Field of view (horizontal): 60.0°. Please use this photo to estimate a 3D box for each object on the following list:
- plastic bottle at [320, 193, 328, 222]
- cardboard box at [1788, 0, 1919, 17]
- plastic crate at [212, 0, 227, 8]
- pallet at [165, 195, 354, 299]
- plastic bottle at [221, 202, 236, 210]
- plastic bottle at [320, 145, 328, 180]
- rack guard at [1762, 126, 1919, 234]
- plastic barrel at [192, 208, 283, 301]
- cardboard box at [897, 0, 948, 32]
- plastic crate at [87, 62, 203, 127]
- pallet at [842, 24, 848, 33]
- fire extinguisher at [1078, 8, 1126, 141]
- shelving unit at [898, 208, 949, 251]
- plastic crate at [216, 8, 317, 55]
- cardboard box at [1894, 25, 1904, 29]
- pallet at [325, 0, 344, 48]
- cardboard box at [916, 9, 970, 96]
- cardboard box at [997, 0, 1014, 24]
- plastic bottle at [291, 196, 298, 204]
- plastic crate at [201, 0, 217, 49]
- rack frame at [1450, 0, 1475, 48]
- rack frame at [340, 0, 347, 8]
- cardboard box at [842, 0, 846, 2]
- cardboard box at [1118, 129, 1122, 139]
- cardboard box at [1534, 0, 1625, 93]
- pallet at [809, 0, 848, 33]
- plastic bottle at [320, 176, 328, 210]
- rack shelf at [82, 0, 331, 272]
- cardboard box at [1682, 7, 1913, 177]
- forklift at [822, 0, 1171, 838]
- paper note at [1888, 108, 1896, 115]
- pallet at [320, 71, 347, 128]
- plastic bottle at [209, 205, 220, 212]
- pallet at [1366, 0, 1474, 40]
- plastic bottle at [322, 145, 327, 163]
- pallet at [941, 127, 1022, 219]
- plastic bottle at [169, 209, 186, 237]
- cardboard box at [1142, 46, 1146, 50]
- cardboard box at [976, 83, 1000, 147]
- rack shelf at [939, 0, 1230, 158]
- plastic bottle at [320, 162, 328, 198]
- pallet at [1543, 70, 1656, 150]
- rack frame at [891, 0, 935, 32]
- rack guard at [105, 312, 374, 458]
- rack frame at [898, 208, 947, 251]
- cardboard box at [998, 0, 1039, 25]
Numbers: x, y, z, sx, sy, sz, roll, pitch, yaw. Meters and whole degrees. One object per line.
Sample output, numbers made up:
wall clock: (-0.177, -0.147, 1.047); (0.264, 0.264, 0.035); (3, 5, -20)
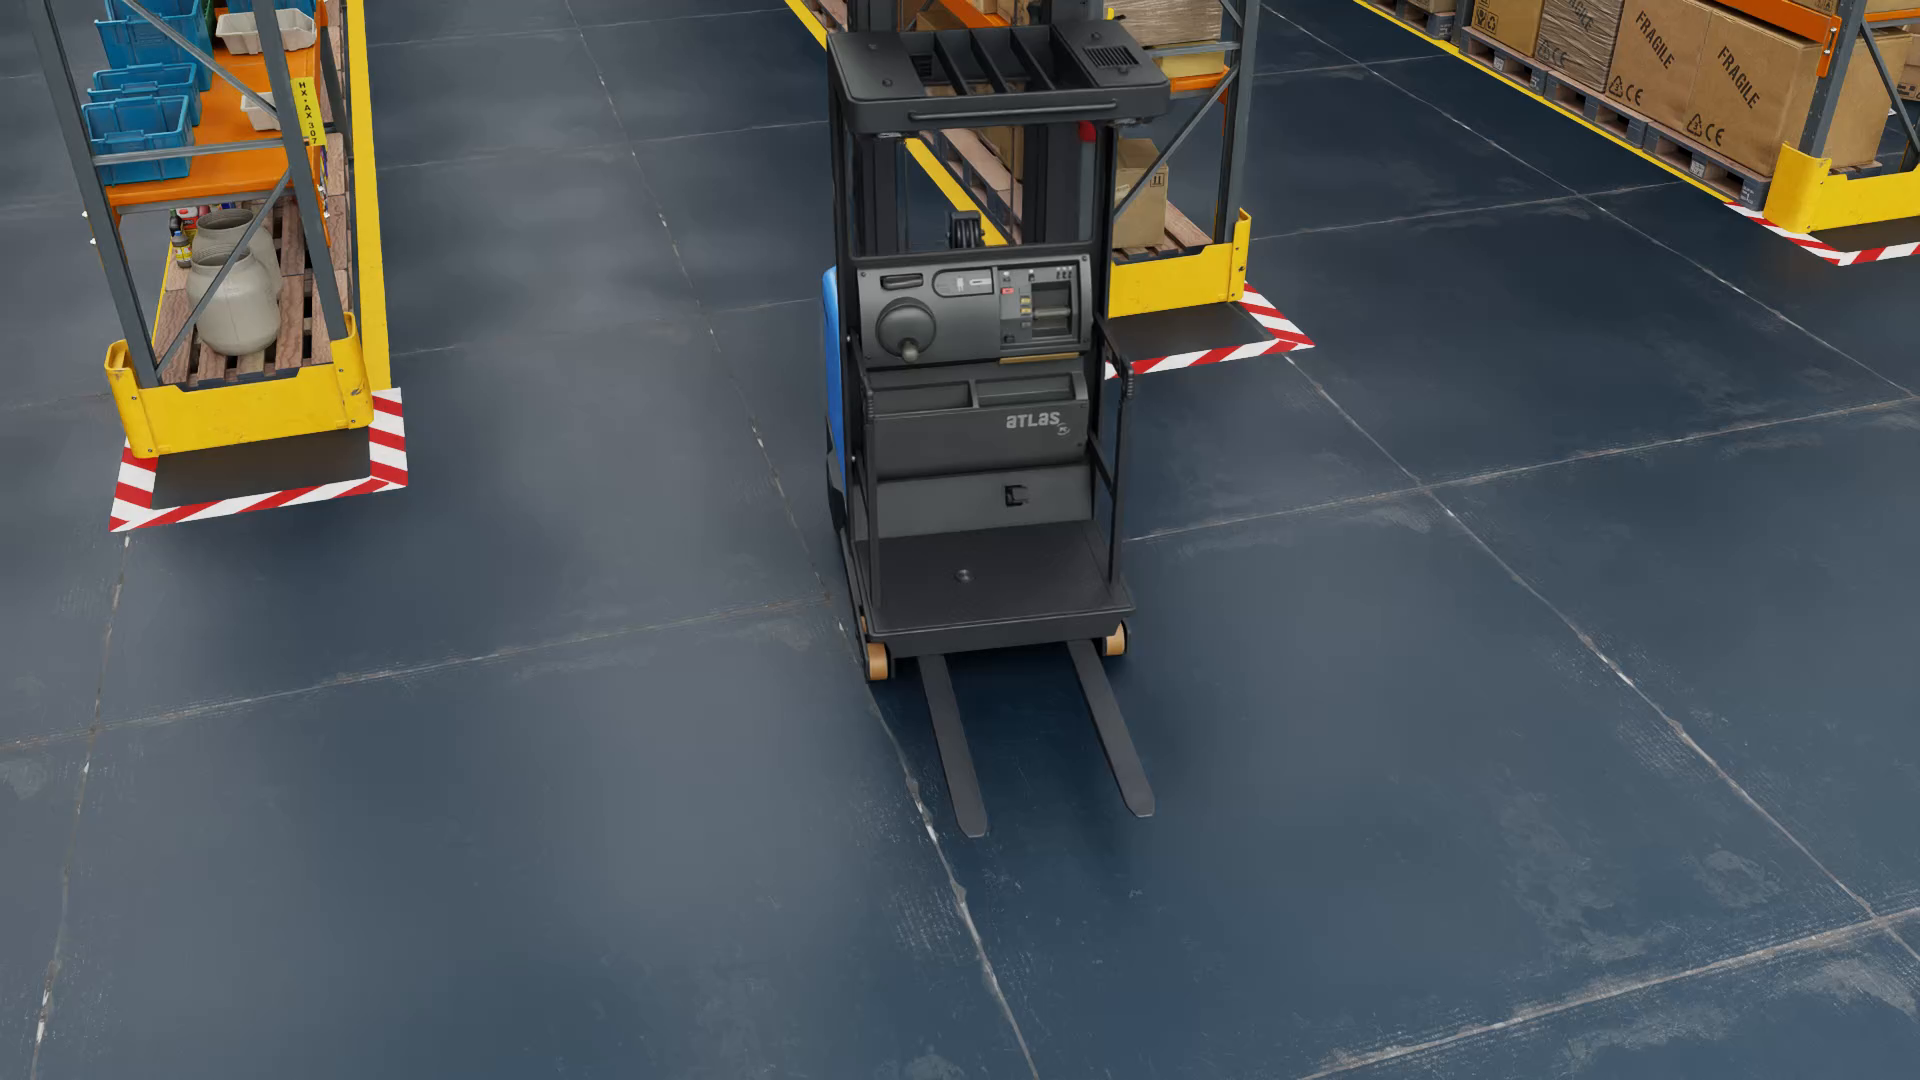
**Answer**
plastic bottle: (-3.982, -2.091, 10.269); (0.097, 0.271, 0.097); (0, 33, 0)
cardboard box: (5.724, -3.672, 10.451); (0.875, 0.550, 0.550); (-10, 35, -15)
plastic crate: (-4.772, -3.587, 10.513); (0.767, 0.338, 0.504); (-10, 35, -15)
pallet: (-4.270, -1.744, 10.198); (1.003, 0.211, 1.213); (-10, 35, -15)
plastic bottle: (-4.639, -2.178, 10.397); (0.152, 0.276, 0.135); (-10, 35, -15)
plastic bottle: (-4.192, -2.490, 10.863); (0.061, 0.283, 0.133); (-8, 34, -12)
rack guard: (5.888, -2.367, 10.879); (1.175, 0.500, 0.348); (-10, 35, -15)
plastic barrel: (-4.017, -1.542, 9.238); (0.421, 0.512, 0.421); (0, 33, 0)
cardboard box: (-0.261, -4.208, 13.266); (0.700, 0.500, 0.500); (-13, 36, -18)
plastic crate: (-4.221, -2.301, 8.646); (0.499, 0.251, 0.408); (-10, 35, -15)
pallet: (-0.333, -3.987, 13.592); (1.003, 0.211, 1.213); (-10, 35, -15)
fire extinguisher: (0.722, -2.472, 8.840); (0.296, 0.674, 0.183); (-10, 35, -15)
shelving unit: (-0.167, -1.023, 8.206); (0.258, 1.200, 0.189); (-5, 32, -8)
plastic crate: (-4.074, -2.989, 9.792); (0.530, 0.136, 0.437); (-10, 35, -15)
cardboard box: (7.324, -4.309, 13.692); (0.797, 0.637, 0.503); (-10, 35, -15)
pallet: (-5.832, -4.432, 14.266); (1.003, 0.211, 1.213); (-10, 35, -15)
cardboard box: (-0.010, -3.657, 12.450); (0.500, 0.500, 0.500); (-11, 35, -16)
cardboard box: (0.446, -3.305, 10.259); (0.380, 0.149, 0.250); (-10, 35, -15)
plastic bottle: (-4.238, -2.295, 10.567); (0.061, 0.283, 0.133); (-10, 35, -15)
plastic crate: (-4.666, -3.060, 9.853); (0.450, 0.188, 0.662); (-10, 35, -15)
rack frame: (4.661, -5.523, 13.387); (1.000, 3.000, 0.127); (-10, 35, -15)
rack frame: (-6.031, -6.009, 14.123); (1.000, 3.000, 0.127); (-10, 35, -15)
cardboard box: (-0.730, -5.049, 14.538); (0.700, 0.500, 0.500); (-7, 34, -11)
cardboard box: (0.737, -2.413, 10.567); (0.500, 0.500, 0.500); (-1, 33, -2)
cardboard box: (5.064, -3.997, 12.624); (0.875, 0.875, 0.875); (-10, 35, -14)
pallet: (-0.709, -4.629, 14.563); (1.003, 0.211, 1.213); (-10, 35, -15)
plastic bottle: (-4.044, -2.197, 10.430); (0.097, 0.271, 0.097); (0, 33, 0)
rack shelf: (-4.201, -2.559, 9.554); (1.077, 0.370, 4.000); (-10, 35, -15)
cardboard box: (5.611, -3.056, 11.201); (0.875, 0.875, 0.875); (-10, 35, -14)
forklift: (0.101, -0.856, 6.387); (1.130, 2.935, 3.031); (-5, 34, -8)
paper note: (7.032, -3.270, 12.673); (0.144, 0.017, 0.142); (1, 33, 2)
pallet: (-5.087, -3.151, 12.327); (1.003, 0.211, 1.213); (-10, 35, -15)
plastic bottle: (-4.548, -1.956, 10.128); (0.097, 0.201, 0.097); (0, 33, 0)
pallet: (4.353, -4.752, 14.750); (1.003, 0.211, 1.213); (-10, 35, -15)
plastic bottle: (-4.340, -2.698, 11.115); (0.144, 0.351, 0.185); (-11, 35, -16)
pallet: (0.520, -2.590, 11.478); (1.003, 0.211, 1.213); (-10, 35, -15)
plastic bottle: (-4.621, -1.808, 9.830); (0.061, 0.283, 0.133); (-9, 35, -14)
cardboard box: (1.208, -2.861, 9.587); (0.380, 0.149, 0.250); (-10, 35, -15)
cardboard box: (0.436, -3.045, 11.524); (0.500, 0.500, 0.500); (-13, 36, -19)
rack shelf: (0.516, -3.392, 10.814); (1.077, 0.370, 4.000); (-10, 35, -15)
plastic bottle: (-4.137, -2.310, 10.597); (0.152, 0.276, 0.135); (-9, 35, -14)
pallet: (5.194, -3.305, 12.561); (1.003, 0.211, 1.213); (-10, 35, -15)
rack frame: (-0.094, -4.742, 12.205); (1.000, 3.000, 0.127); (-10, 35, -15)
rack guard: (-3.659, -0.798, 8.504); (1.175, 0.500, 0.348); (-10, 35, -15)
rack frame: (-0.182, -1.071, 8.282); (0.240, 1.200, 0.006); (-5, 32, -8)
cardboard box: (0.718, -3.343, 9.728); (0.875, 0.500, 0.500); (-10, 35, -15)
